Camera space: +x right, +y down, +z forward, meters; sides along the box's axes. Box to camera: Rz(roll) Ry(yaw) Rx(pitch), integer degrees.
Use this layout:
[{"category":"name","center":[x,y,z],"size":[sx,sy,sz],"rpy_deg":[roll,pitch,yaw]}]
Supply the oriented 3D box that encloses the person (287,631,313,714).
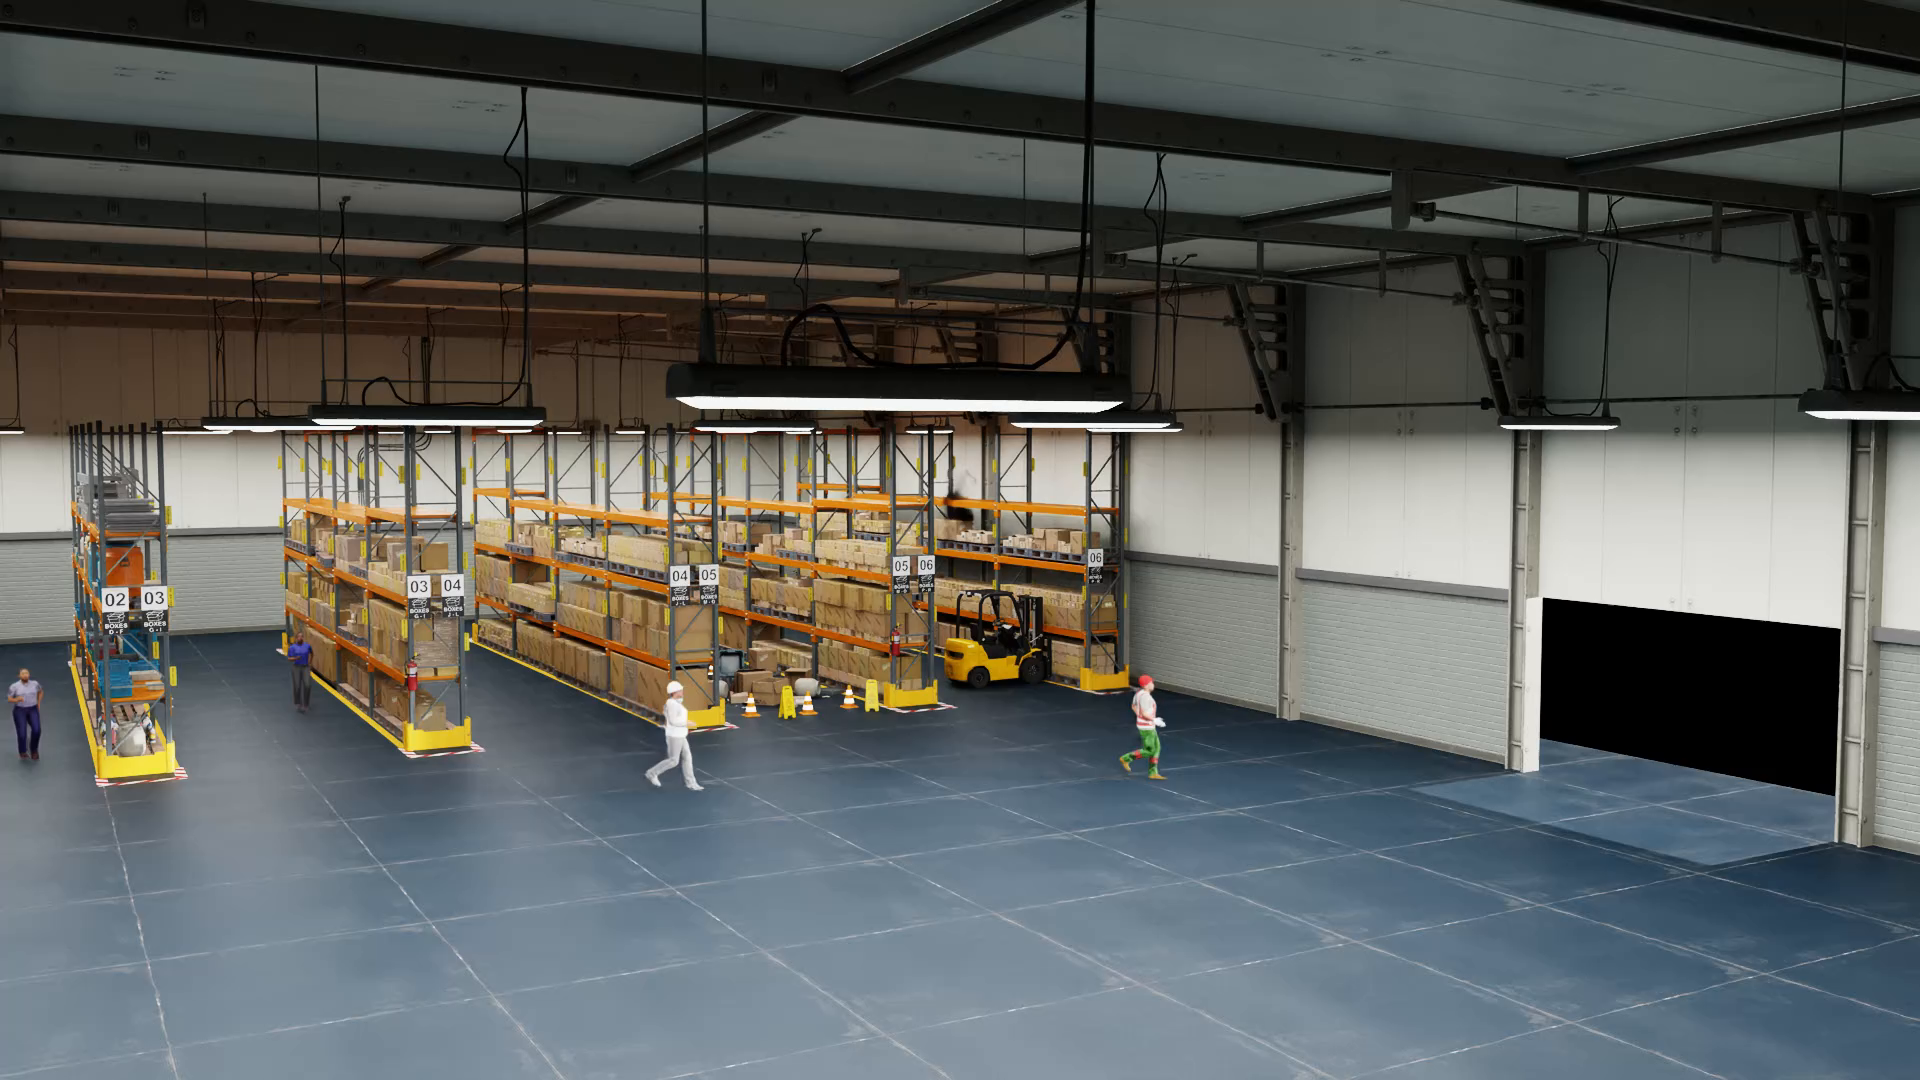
[{"category":"person","center":[-13.716,2.760,34.622],"size":[0.556,1.715,0.714],"rpy_deg":[-2,4,-30]}]

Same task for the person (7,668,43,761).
[{"category":"person","center":[-16.509,3.095,29.425],"size":[0.586,1.676,0.661],"rpy_deg":[-3,4,-37]}]

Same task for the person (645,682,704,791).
[{"category":"person","center":[-4.608,3.175,26.848],"size":[0.935,1.793,0.676],"rpy_deg":[0,4,-2]}]

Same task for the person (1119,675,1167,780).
[{"category":"person","center":[3.054,3.138,27.793],"size":[0.813,1.768,0.634],"rpy_deg":[0,4,0]}]
